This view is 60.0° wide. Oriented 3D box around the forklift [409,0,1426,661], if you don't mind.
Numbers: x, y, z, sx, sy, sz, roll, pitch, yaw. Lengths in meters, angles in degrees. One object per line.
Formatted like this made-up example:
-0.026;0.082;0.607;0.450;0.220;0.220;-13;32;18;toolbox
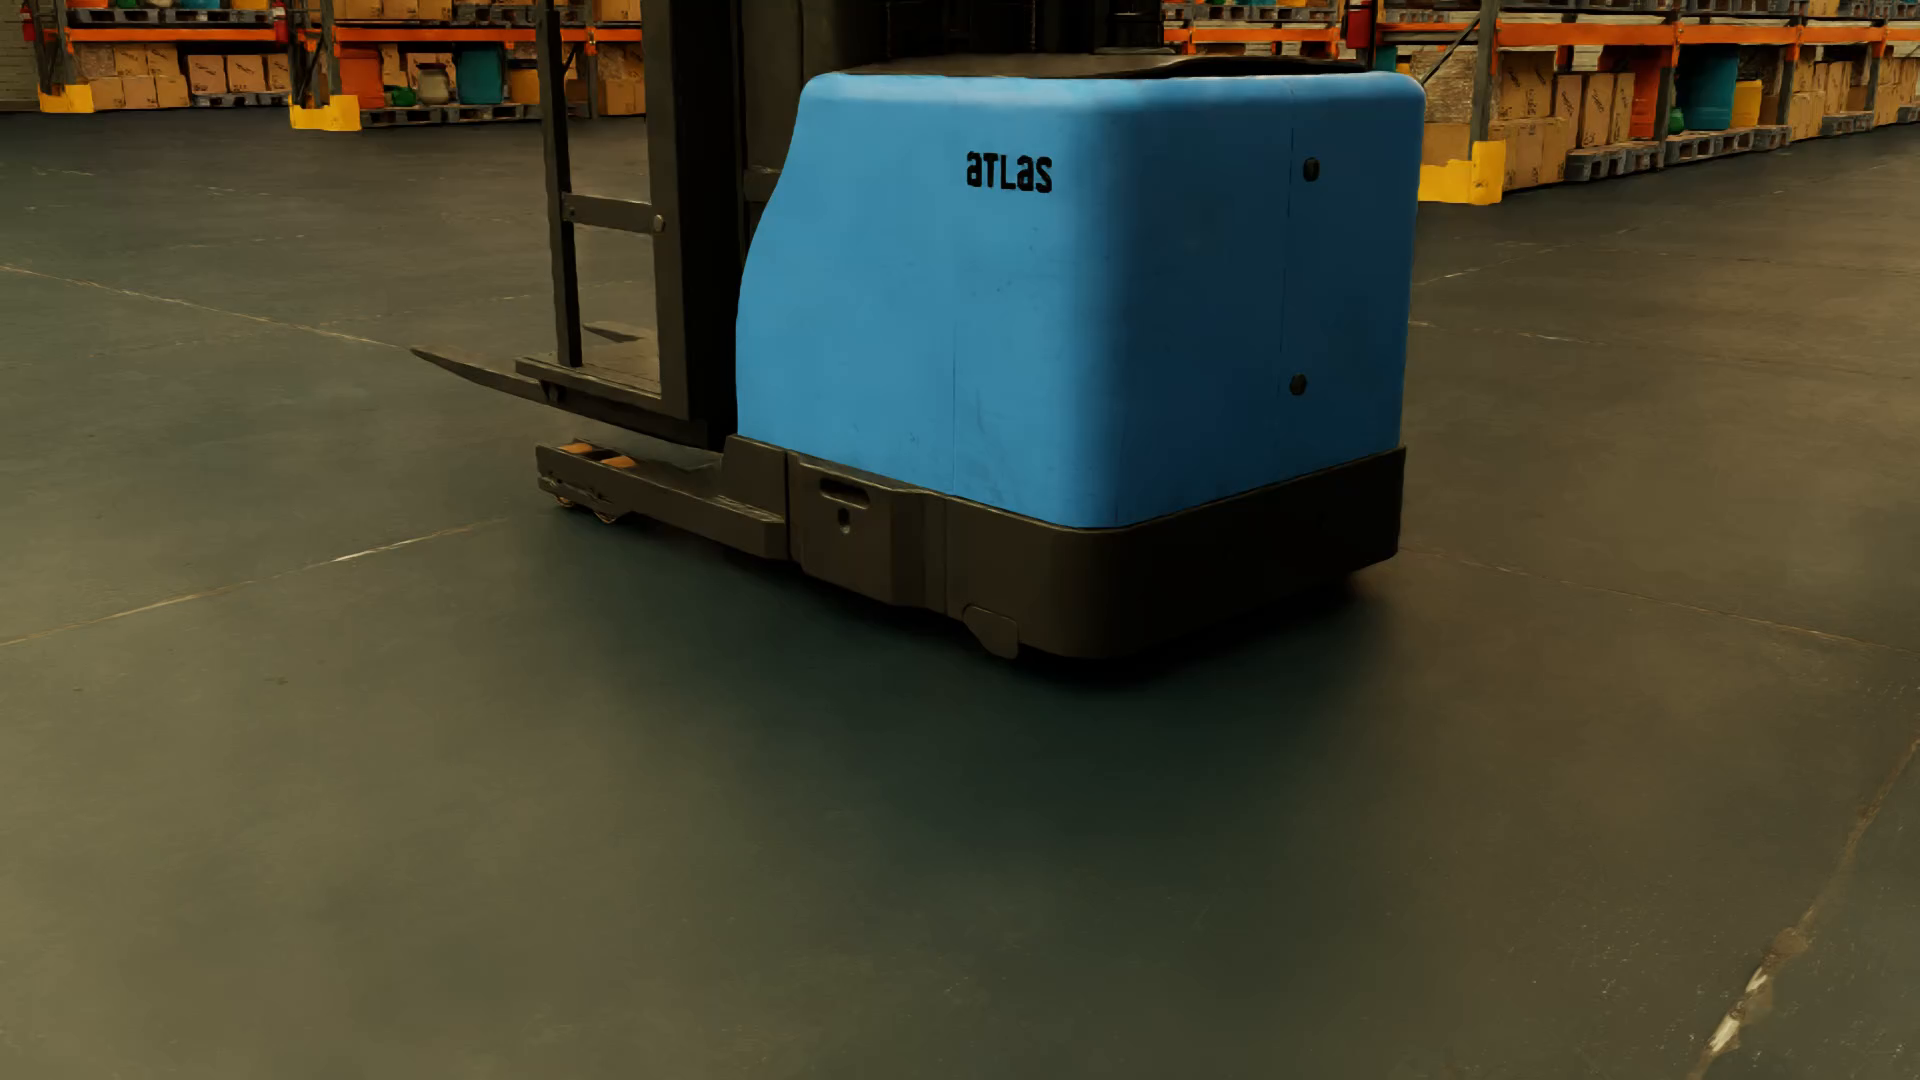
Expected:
-0.422;-1.531;3.939;1.130;2.935;3.031;-15;23;-41;forklift
